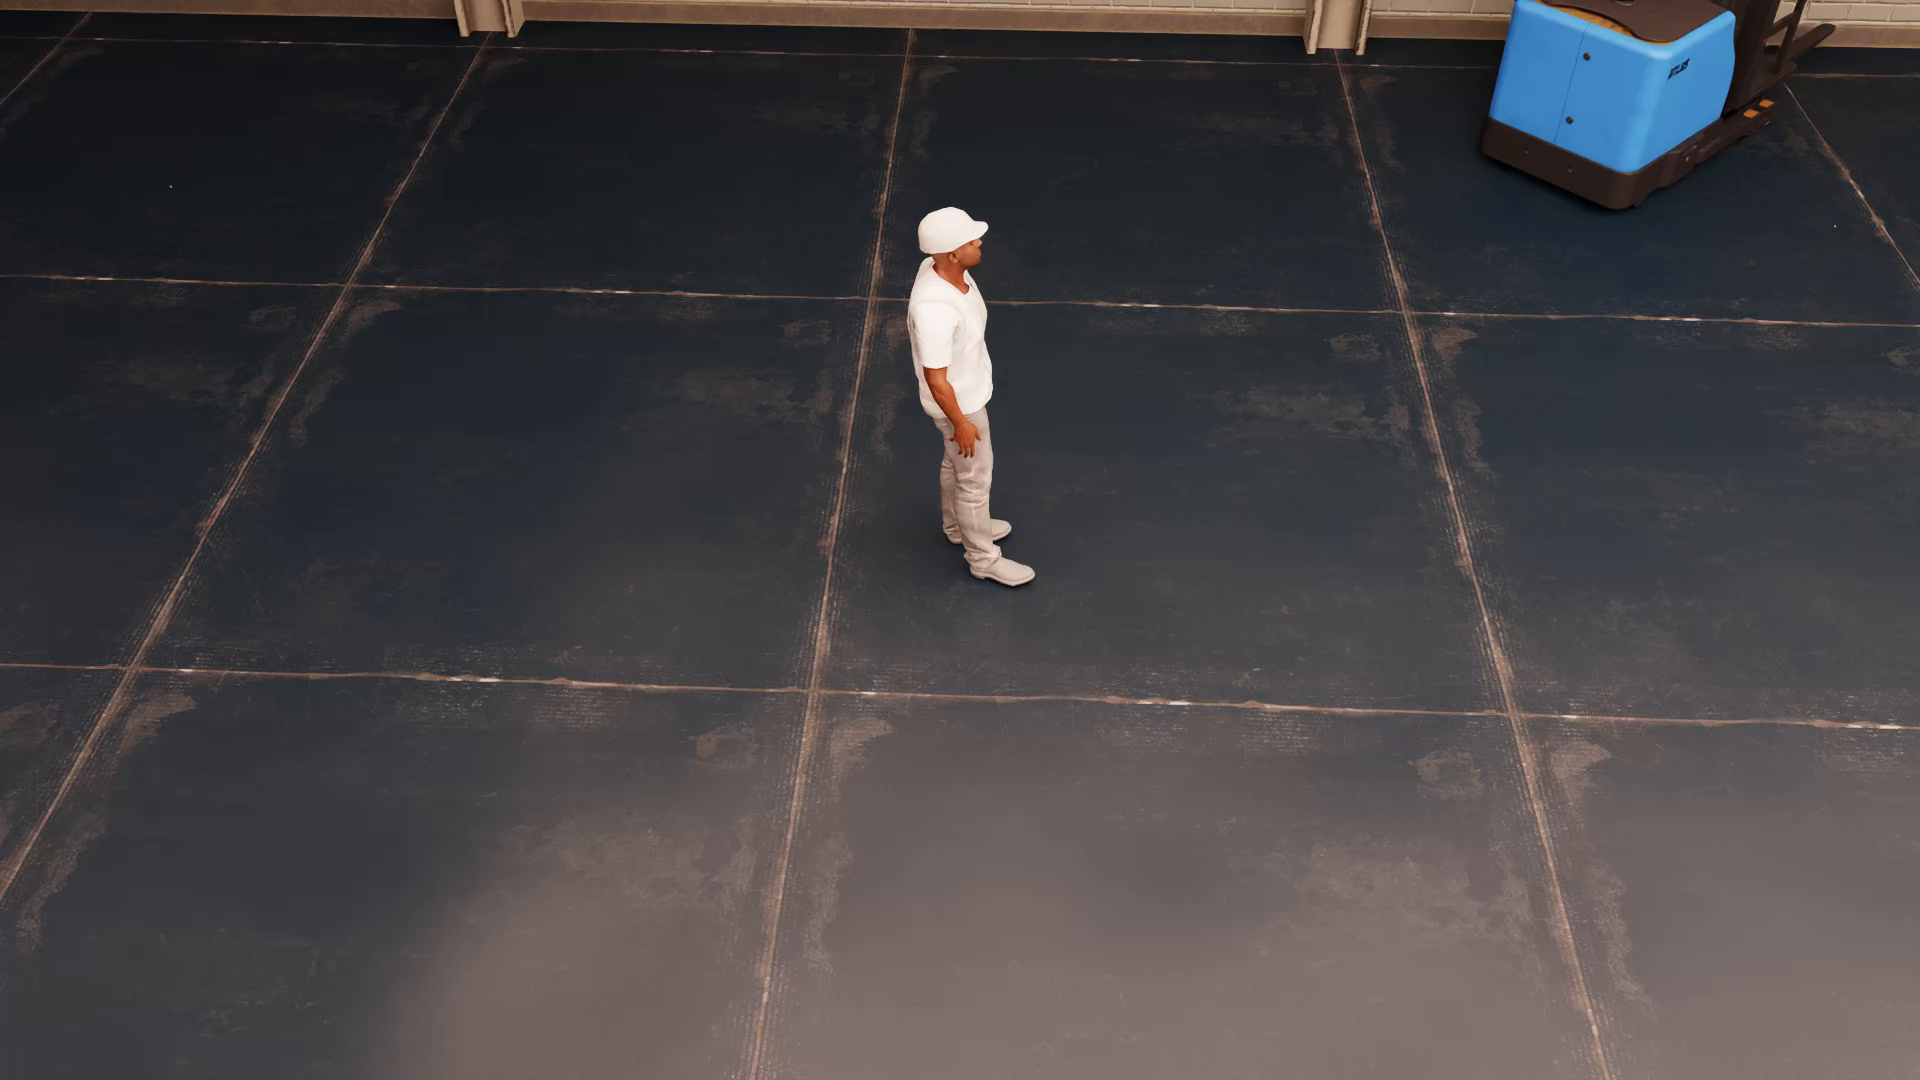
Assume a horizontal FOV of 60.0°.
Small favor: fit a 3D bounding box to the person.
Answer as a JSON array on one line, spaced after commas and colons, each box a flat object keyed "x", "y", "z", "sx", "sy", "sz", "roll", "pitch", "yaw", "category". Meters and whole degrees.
[{"x": 0.070, "y": -0.652, "z": 7.309, "sx": 0.575, "sy": 1.768, "sz": 0.665, "roll": 2, "pitch": 42, "yaw": 2, "category": "person"}]

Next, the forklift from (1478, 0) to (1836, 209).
[{"x": 4.705, "y": -3.936, "z": 10.054, "sx": 3.031, "sy": 2.935, "sz": 1.130, "roll": -32, "pitch": 51, "yaw": -30, "category": "forklift"}]
